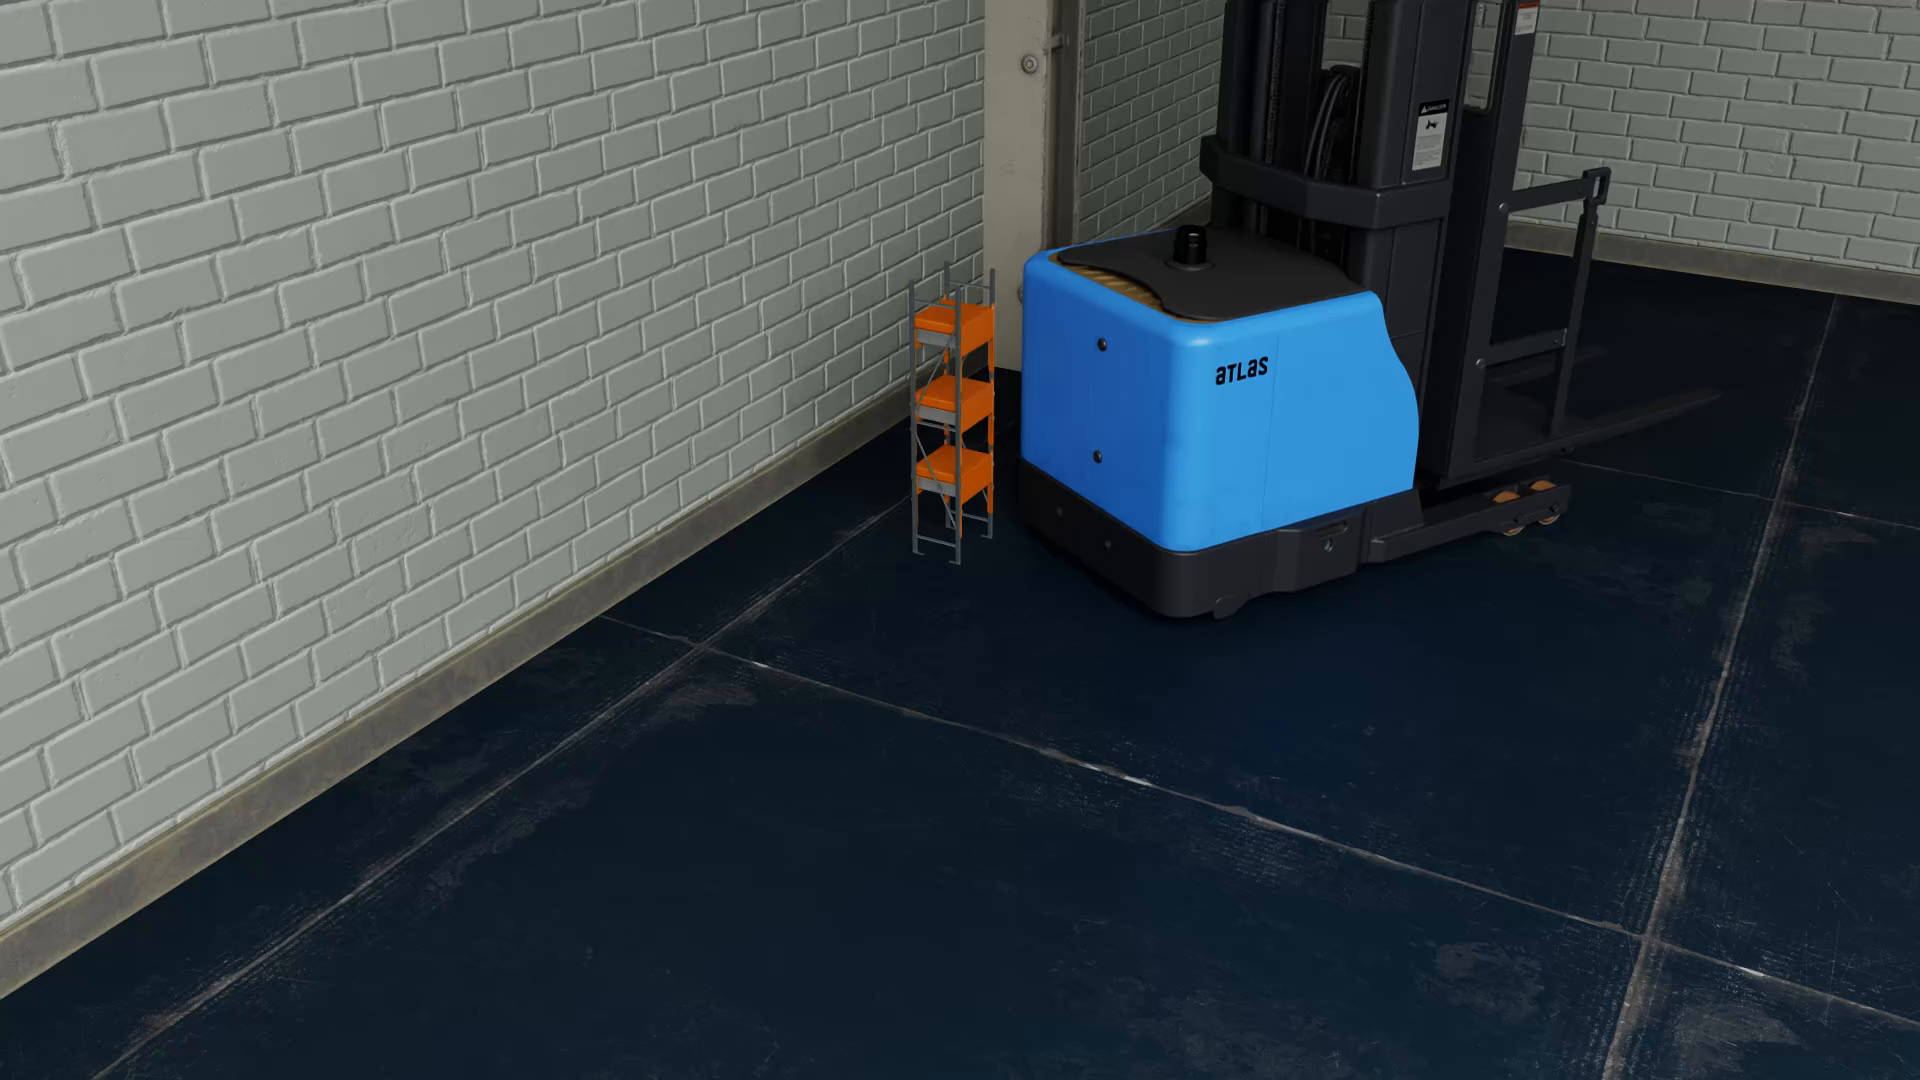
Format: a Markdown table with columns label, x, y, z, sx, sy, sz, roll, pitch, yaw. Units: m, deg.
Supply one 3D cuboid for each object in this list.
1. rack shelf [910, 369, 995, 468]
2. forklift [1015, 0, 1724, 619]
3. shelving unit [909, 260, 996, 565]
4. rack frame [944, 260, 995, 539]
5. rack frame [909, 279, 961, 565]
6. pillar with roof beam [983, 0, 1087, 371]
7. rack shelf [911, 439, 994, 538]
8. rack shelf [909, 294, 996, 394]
| label | x | y | z | sx | sy | sz | roll | pitch | yaw |
| --- | --- | --- | --- | --- | --- | --- | --- | --- | --- |
| rack shelf | -0.026 | -0.439 | 5.978 | 0.215 | 0.259 | 0.240 | 14 | 30 | 26 |
| forklift | 1.740 | -1.514 | 6.001 | 3.031 | 2.935 | 1.130 | -15 | 30 | -27 |
| shelving unit | -0.026 | -0.449 | 5.973 | 0.215 | 1.050 | 0.252 | 14 | 30 | 26 |
| rack frame | 0.034 | -0.496 | 6.068 | 0.200 | 1.050 | 0.008 | 14 | 30 | 26 |
| rack frame | -0.086 | -0.401 | 5.878 | 0.200 | 1.050 | 0.008 | 14 | 30 | 26 |
| pillar with roof beam | 4.081 | -3.961 | 4.110 | 9.100 | 9.000 | 0.400 | 14 | 30 | 26 |
| rack shelf | -0.026 | -0.191 | 6.102 | 0.215 | 0.259 | 0.240 | 14 | 30 | 26 |
| rack shelf | -0.026 | -0.693 | 5.851 | 0.215 | 0.259 | 0.240 | 14 | 30 | 26 |
